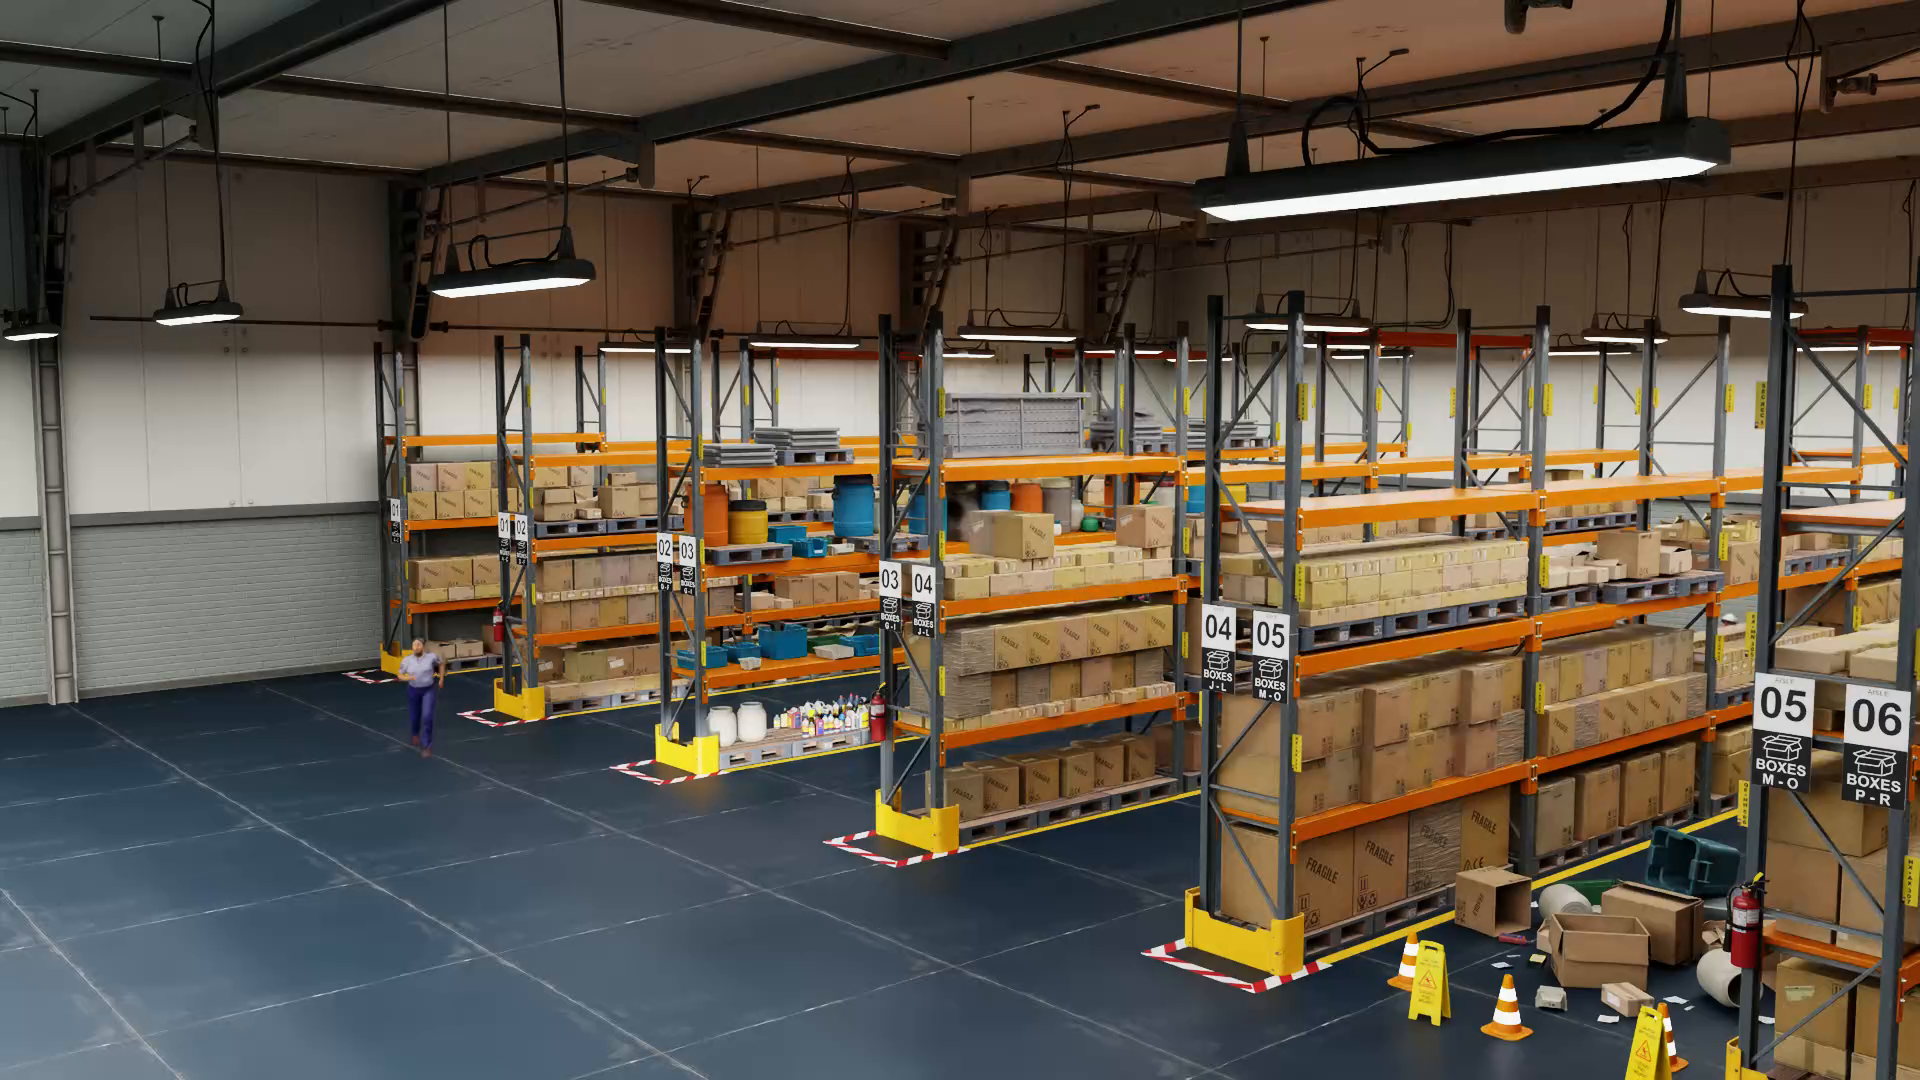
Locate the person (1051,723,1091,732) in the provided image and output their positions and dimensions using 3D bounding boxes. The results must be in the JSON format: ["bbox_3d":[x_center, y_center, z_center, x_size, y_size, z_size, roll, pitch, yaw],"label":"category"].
[{"bbox_3d":[1.582,1.879,23.686,0.624,1.696,0.808,5,7,43],"label":"person"}]

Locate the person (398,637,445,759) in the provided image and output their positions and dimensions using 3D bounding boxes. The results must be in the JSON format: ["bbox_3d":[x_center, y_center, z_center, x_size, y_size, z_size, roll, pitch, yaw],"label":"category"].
[{"bbox_3d":[-7.634,2.205,23.601,0.612,1.687,0.909,-1,5,-12],"label":"person"}]

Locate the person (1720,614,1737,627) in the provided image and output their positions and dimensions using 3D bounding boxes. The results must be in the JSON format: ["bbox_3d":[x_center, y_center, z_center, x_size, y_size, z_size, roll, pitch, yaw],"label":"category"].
[{"bbox_3d":[11.569,1.986,25.205,0.632,1.740,0.674,-4,7,-41],"label":"person"}]

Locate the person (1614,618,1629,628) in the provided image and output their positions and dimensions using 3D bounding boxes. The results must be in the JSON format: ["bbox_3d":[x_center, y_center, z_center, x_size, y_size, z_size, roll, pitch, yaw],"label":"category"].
[{"bbox_3d":[10.074,1.992,25.565,0.589,1.658,0.618,4,6,37],"label":"person"}]
